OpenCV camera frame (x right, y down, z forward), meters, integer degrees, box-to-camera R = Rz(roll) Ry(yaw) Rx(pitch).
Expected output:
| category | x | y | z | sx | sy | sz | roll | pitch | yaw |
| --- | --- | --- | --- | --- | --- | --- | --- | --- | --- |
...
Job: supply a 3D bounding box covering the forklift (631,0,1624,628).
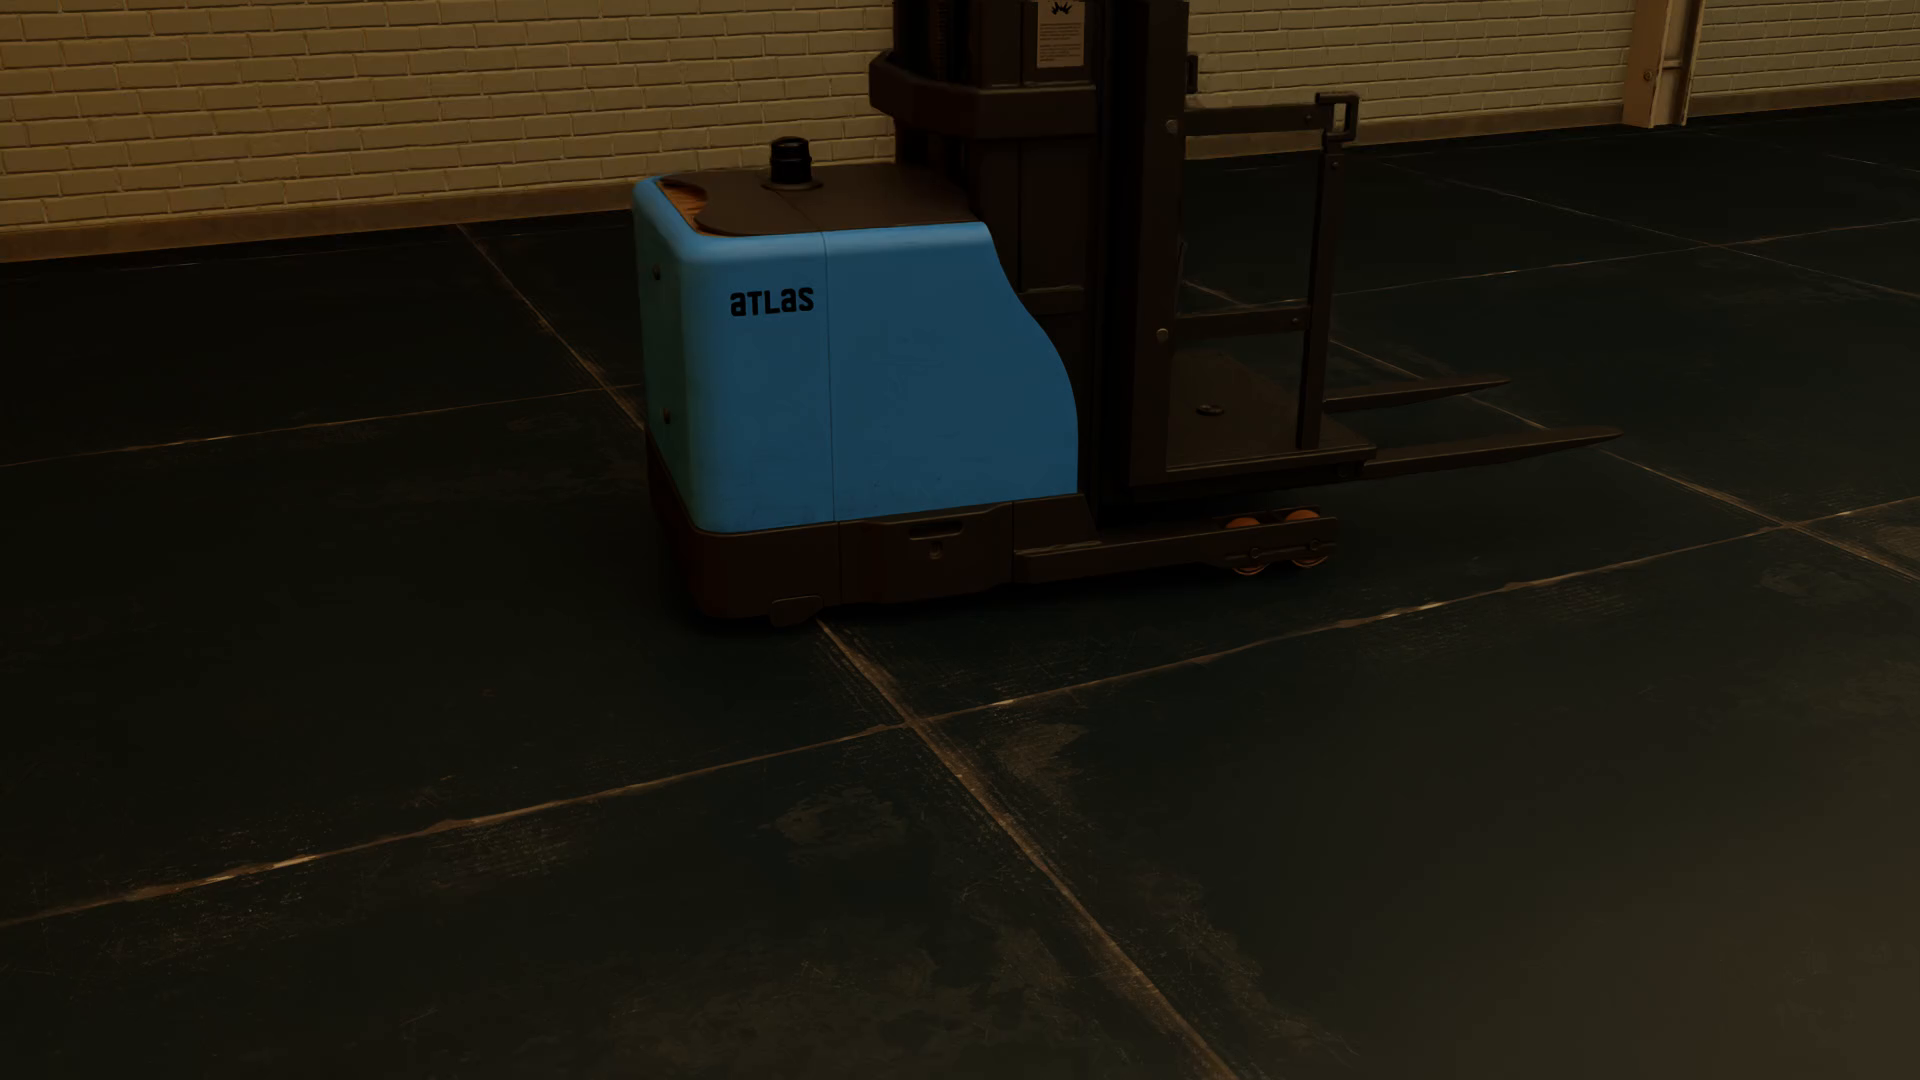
| category | x | y | z | sx | sy | sz | roll | pitch | yaw |
| --- | --- | --- | --- | --- | --- | --- | --- | --- | --- |
| forklift | 0.599 | -1.435 | 4.742 | 3.031 | 2.935 | 1.130 | -7 | 24 | -16 |
